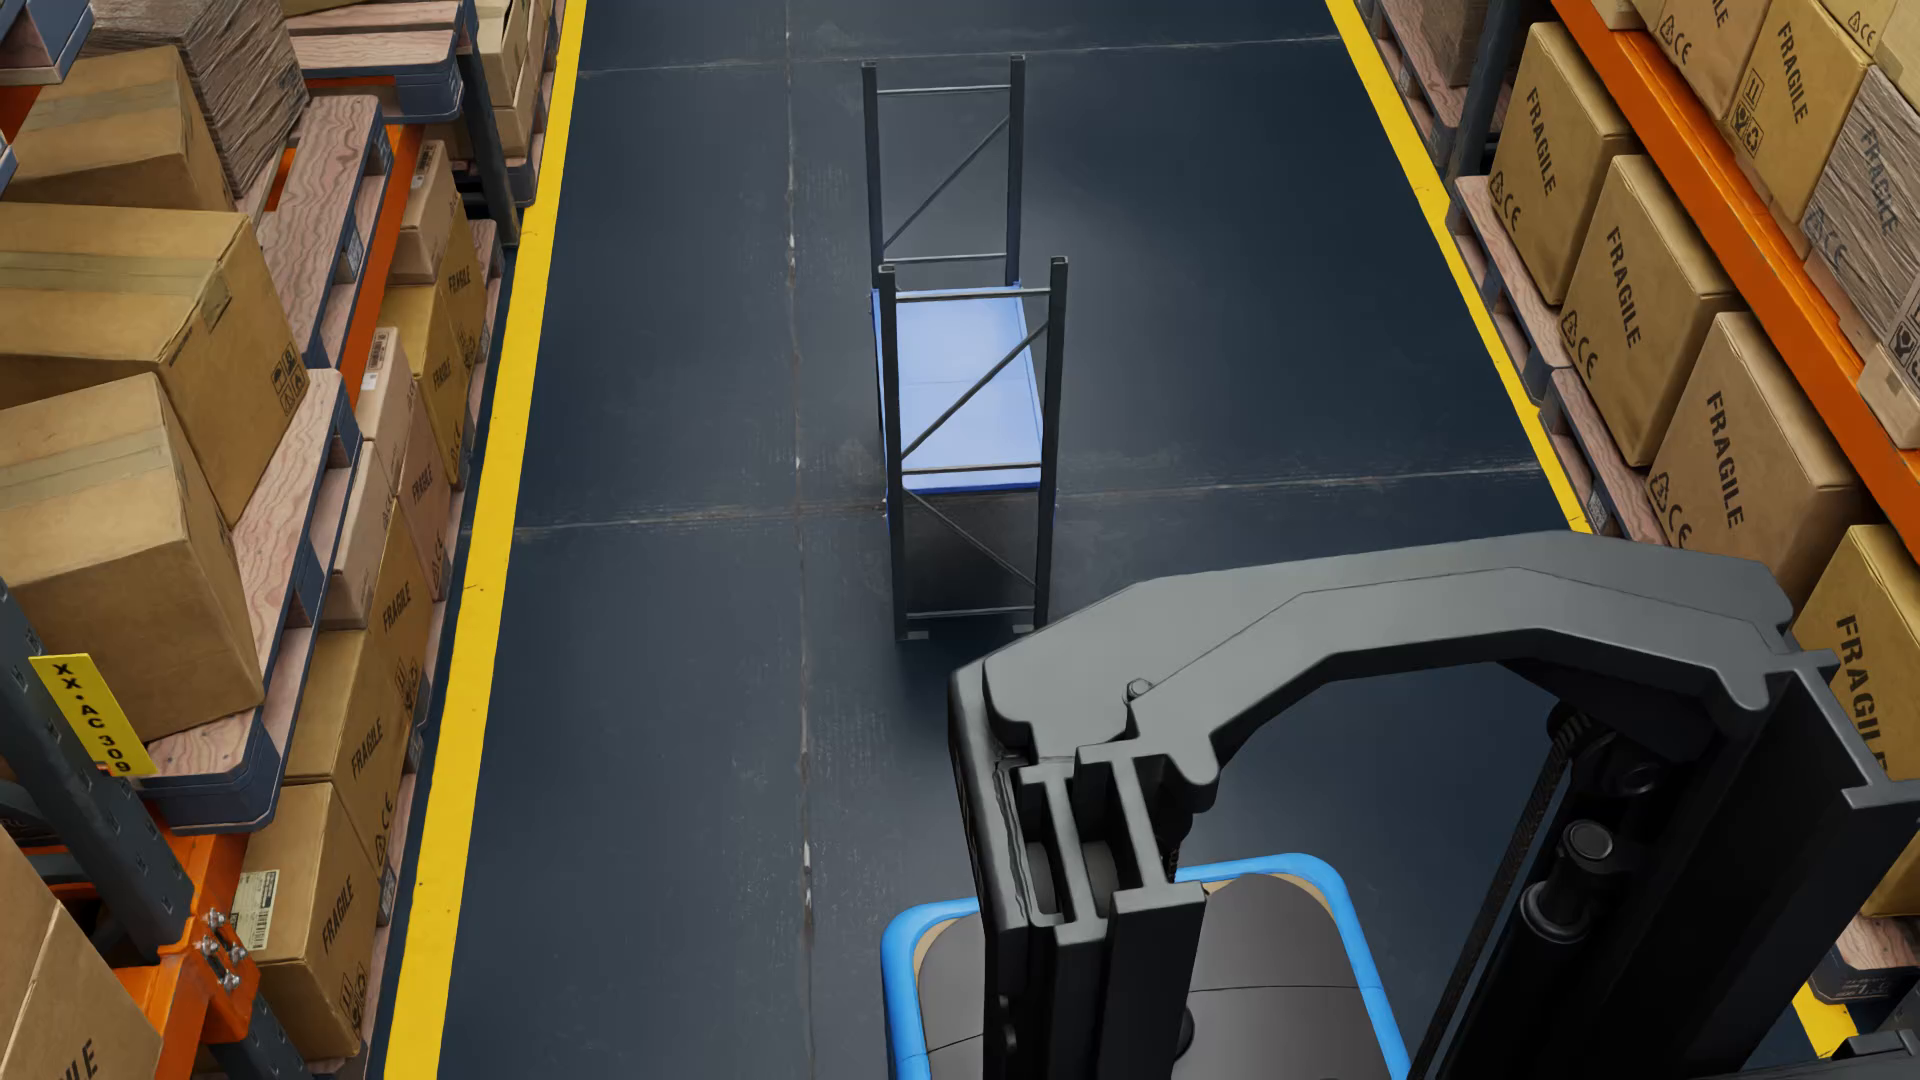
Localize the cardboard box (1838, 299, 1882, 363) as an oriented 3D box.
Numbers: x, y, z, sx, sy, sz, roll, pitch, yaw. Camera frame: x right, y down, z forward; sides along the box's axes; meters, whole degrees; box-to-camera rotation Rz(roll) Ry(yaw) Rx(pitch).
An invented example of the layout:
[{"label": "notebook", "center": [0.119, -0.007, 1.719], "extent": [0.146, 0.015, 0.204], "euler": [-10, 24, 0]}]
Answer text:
[{"label": "cardboard box", "center": [2.569, -0.555, 4.369], "extent": [0.380, 0.149, 0.250], "euler": [-3, 47, -3]}]

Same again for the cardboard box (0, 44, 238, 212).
[{"label": "cardboard box", "center": [-2.210, -0.817, 4.100], "extent": [0.700, 0.500, 0.500], "euler": [-14, 48, -13]}]

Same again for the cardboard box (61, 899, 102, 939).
[{"label": "cardboard box", "center": [-2.327, 1.005, 4.151], "extent": [0.500, 0.500, 0.500], "euler": [-4, 47, -4]}]

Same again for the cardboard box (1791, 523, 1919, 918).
[{"label": "cardboard box", "center": [2.752, 0.465, 4.435], "extent": [0.750, 0.750, 0.750], "euler": [-3, 47, -3]}]

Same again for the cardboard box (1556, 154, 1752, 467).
[{"label": "cardboard box", "center": [2.599, -0.793, 5.626], "extent": [0.750, 0.750, 0.750], "euler": [-4, 47, -3]}]

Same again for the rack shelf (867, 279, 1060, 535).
[{"label": "rack shelf", "center": [-0.007, -0.454, 5.395], "extent": [0.538, 0.185, 1.000], "euler": [-3, 47, -3]}]

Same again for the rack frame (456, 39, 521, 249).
[{"label": "rack frame", "center": [-2.335, -2.258, 5.822], "extent": [1.000, 3.000, 0.127], "euler": [-3, 47, -3]}]

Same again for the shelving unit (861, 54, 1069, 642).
[{"label": "shelving unit", "center": [-0.007, -0.577, 5.264], "extent": [0.538, 1.500, 1.048], "euler": [-3, 47, -3]}]

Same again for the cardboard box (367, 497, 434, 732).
[{"label": "cardboard box", "center": [-1.888, 0.232, 4.883], "extent": [0.500, 0.500, 0.500], "euler": [-3, 47, -3]}]

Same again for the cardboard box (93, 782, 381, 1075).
[{"label": "cardboard box", "center": [-1.798, 0.980, 4.175], "extent": [0.500, 0.500, 0.500], "euler": [-5, 47, -5]}]

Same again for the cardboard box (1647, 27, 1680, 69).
[{"label": "cardboard box", "center": [2.492, -1.675, 5.430], "extent": [0.380, 0.149, 0.250], "euler": [-4, 47, -4]}]

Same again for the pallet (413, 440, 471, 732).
[{"label": "pallet", "center": [-2.211, 0.124, 5.487], "extent": [1.003, 0.211, 1.213], "euler": [-3, 47, -3]}]

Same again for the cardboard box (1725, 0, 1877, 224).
[{"label": "cardboard box", "center": [2.513, -1.223, 4.555], "extent": [0.500, 0.500, 0.500], "euler": [-2, 47, -2]}]

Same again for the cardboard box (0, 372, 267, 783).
[{"label": "cardboard box", "center": [-1.817, 0.101, 3.230], "extent": [0.700, 0.500, 0.500], "euler": [-18, 49, -16]}]

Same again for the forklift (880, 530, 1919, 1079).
[{"label": "forklift", "center": [0.556, 1.520, 2.292], "extent": [1.130, 2.935, 3.031], "euler": [-7, 47, -6]}]

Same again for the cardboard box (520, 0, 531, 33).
[{"label": "cardboard box", "center": [-2.139, -2.426, 7.200], "extent": [0.500, 0.311, 0.500], "euler": [-5, 47, -4]}]

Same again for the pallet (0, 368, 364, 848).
[{"label": "pallet", "center": [-1.959, 0.117, 3.705], "extent": [1.003, 0.211, 1.213], "euler": [-3, 47, -3]}]

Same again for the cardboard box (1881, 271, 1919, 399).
[{"label": "cardboard box", "center": [2.593, -0.498, 3.869], "extent": [0.500, 0.500, 0.500], "euler": [-3, 47, -3]}]

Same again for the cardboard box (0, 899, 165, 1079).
[{"label": "cardboard box", "center": [-1.703, 0.948, 2.718], "extent": [0.500, 0.500, 0.500], "euler": [-3, 47, -3]}]

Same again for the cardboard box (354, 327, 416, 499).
[{"label": "cardboard box", "center": [-1.924, -0.365, 4.932], "extent": [0.500, 0.250, 0.500], "euler": [-4, 47, -4]}]

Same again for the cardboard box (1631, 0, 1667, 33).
[{"label": "cardboard box", "center": [2.421, -1.959, 5.252], "extent": [0.500, 0.500, 0.500], "euler": [-2, 47, -2]}]

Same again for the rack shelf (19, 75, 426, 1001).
[{"label": "rack shelf", "center": [-2.168, -0.564, 4.713], "extent": [1.077, 0.370, 4.000], "euler": [-3, 47, -3]}]

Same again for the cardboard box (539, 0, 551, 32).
[{"label": "cardboard box", "center": [-2.179, -2.593, 7.744], "extent": [0.500, 0.250, 0.500], "euler": [-5, 47, -4]}]

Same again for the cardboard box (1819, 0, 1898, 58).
[{"label": "cardboard box", "center": [2.522, -1.500, 4.300], "extent": [0.500, 0.250, 0.500], "euler": [-4, 47, -4]}]

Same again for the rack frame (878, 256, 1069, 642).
[{"label": "rack frame", "center": [0.035, -0.210, 4.916], "extent": [0.500, 1.500, 0.032], "euler": [-3, 47, -3]}]

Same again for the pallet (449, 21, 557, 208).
[{"label": "pallet", "center": [-2.365, -1.897, 7.401], "extent": [1.003, 0.211, 1.213], "euler": [-3, 47, -3]}]

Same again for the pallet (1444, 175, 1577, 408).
[{"label": "pallet", "center": [2.592, -1.028, 6.578], "extent": [1.003, 0.211, 1.213], "euler": [-3, 47, -3]}]

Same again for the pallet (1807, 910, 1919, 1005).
[{"label": "pallet", "center": [2.796, 0.737, 4.906], "extent": [1.003, 0.211, 1.213], "euler": [-3, 47, -3]}]

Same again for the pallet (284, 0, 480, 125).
[{"label": "pallet", "center": [-2.209, -1.706, 5.432], "extent": [1.213, 0.211, 1.003], "euler": [-3, 47, -3]}]

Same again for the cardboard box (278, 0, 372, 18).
[{"label": "cardboard box", "center": [-2.170, -1.988, 5.209], "extent": [0.700, 0.500, 0.500], "euler": [-18, 49, -16]}]

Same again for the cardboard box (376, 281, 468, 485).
[{"label": "cardboard box", "center": [-1.980, -0.513, 5.588], "extent": [0.500, 0.500, 0.500], "euler": [-5, 47, -5]}]

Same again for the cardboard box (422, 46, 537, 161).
[{"label": "cardboard box", "center": [-2.086, -1.854, 7.044], "extent": [0.500, 0.250, 0.500], "euler": [-4, 47, -3]}]

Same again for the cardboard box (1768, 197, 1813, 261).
[{"label": "cardboard box", "center": [2.552, -0.930, 4.724], "extent": [0.380, 0.149, 0.250], "euler": [-2, 47, -2]}]

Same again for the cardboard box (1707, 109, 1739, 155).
[{"label": "cardboard box", "center": [2.533, -1.301, 5.075], "extent": [0.380, 0.149, 0.250], "euler": [-3, 47, -3]}]

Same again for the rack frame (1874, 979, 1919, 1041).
[{"label": "rack frame", "center": [2.936, 0.332, 3.369], "extent": [1.000, 3.000, 0.127], "euler": [-3, 47, -3]}]
